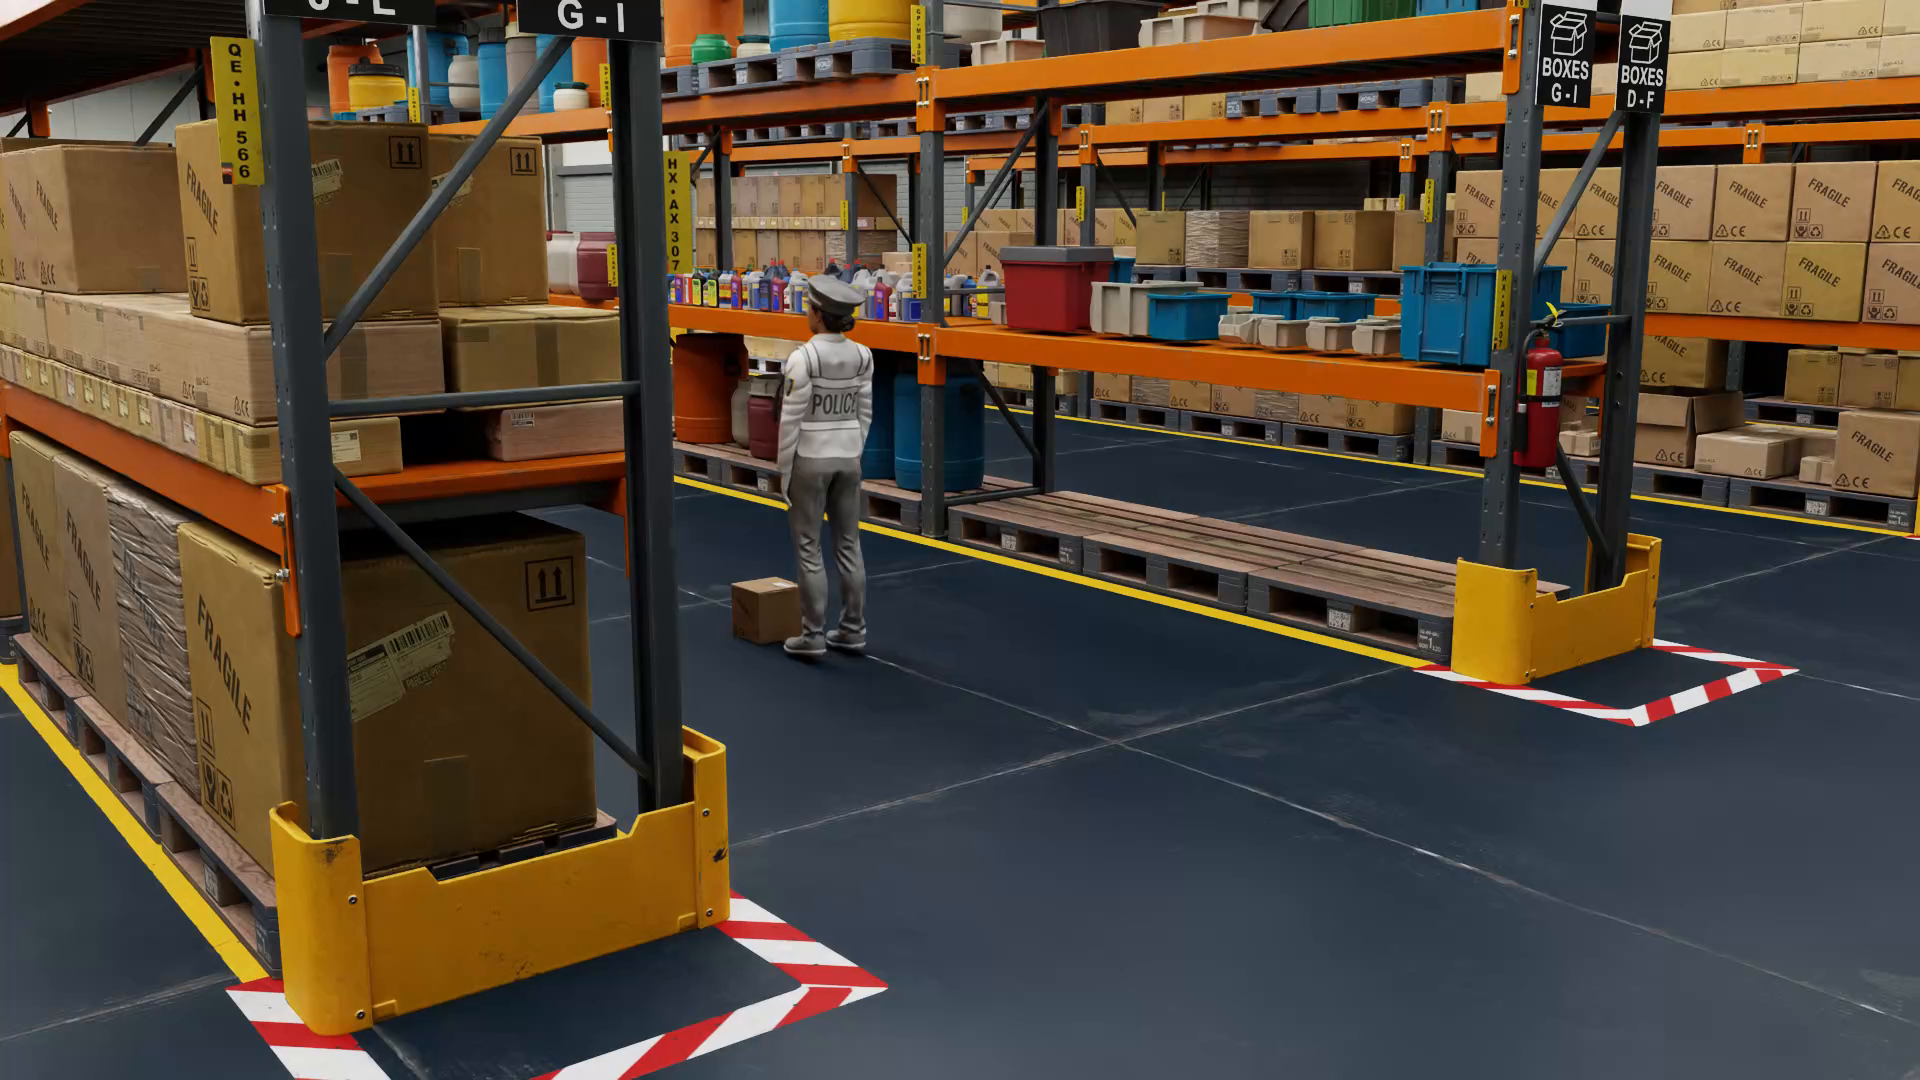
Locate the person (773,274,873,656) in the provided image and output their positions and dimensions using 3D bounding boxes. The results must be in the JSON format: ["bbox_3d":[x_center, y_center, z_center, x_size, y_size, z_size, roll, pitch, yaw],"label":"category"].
[{"bbox_3d":[-0.596,-0.322,7.379,0.487,1.700,0.380,-9,14,-37],"label":"person"}]
